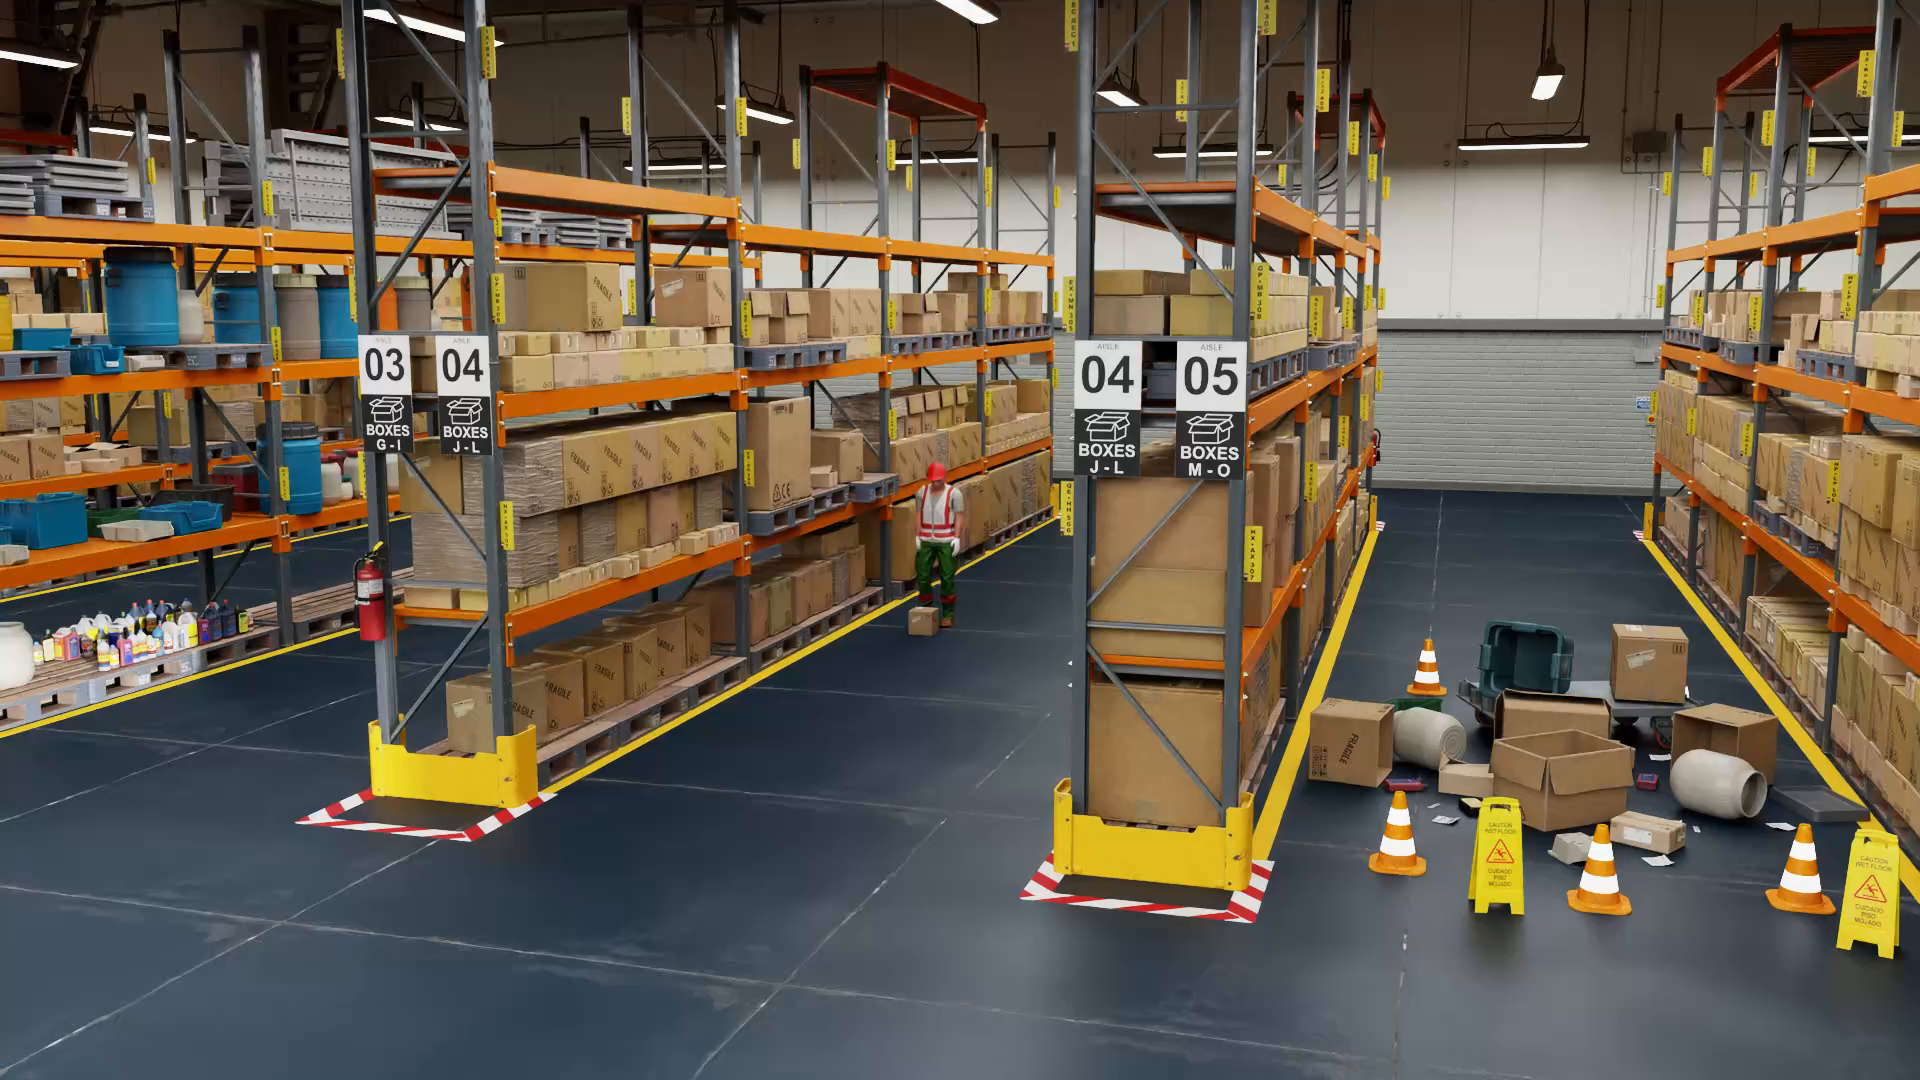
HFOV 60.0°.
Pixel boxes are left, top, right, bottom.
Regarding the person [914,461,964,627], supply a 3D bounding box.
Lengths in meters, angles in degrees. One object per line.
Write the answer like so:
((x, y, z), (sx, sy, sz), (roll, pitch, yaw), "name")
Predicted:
((-0.230, 0.039, 17.590), (0.536, 1.758, 0.414), (3, 9, 17), "person")
